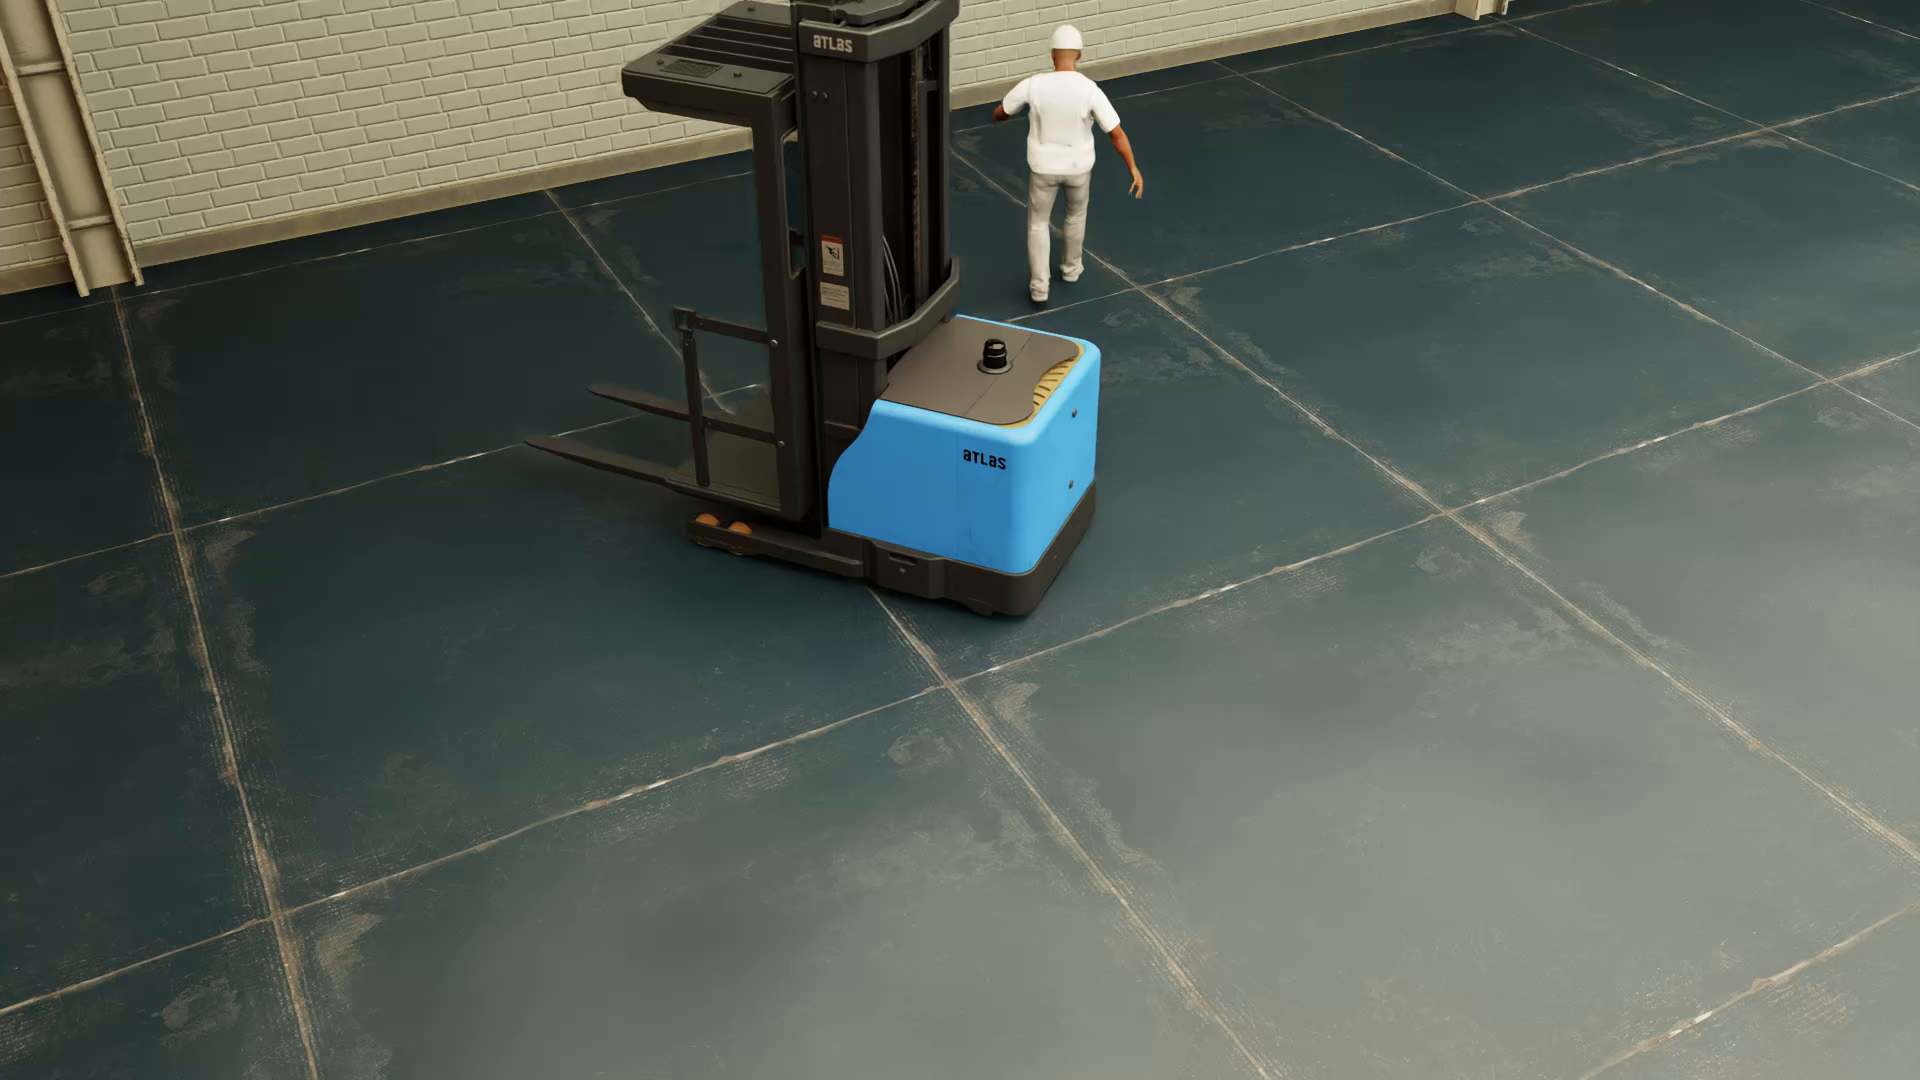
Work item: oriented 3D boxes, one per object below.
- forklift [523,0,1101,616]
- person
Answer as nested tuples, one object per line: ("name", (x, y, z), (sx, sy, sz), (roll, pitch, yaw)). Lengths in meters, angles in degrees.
("forklift", (-0.858, -1.382, 8.078), (3.031, 2.935, 1.130), (14, 38, 19))
("person", (0.669, -2.402, 10.557), (1.009, 1.745, 0.759), (4, 35, 6))
